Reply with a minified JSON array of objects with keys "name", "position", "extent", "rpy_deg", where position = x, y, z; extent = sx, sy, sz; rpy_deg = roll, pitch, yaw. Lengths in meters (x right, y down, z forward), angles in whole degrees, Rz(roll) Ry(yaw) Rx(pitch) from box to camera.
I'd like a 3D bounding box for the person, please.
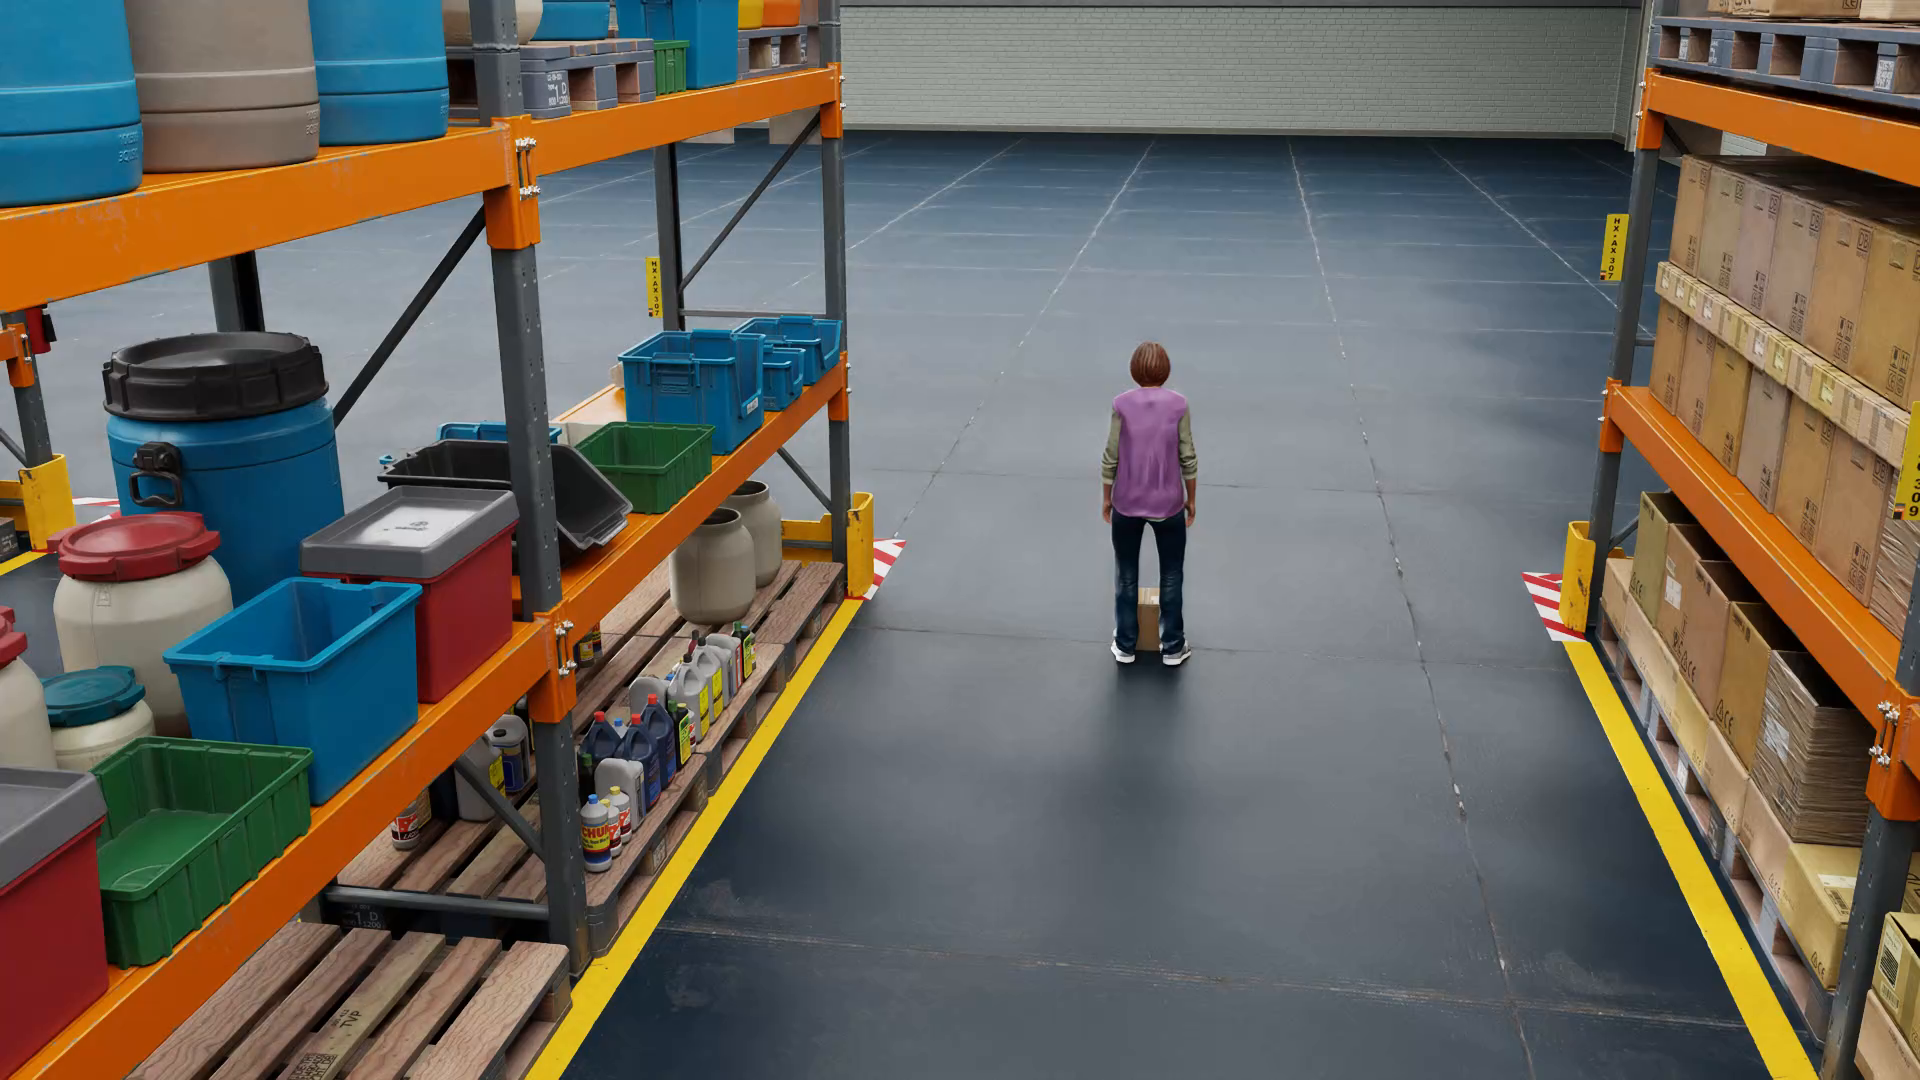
[{"name":"person","position":[0.916,-0.163,8.070],"extent":[0.467,1.593,0.350],"rpy_deg":[3,18,8]}]
